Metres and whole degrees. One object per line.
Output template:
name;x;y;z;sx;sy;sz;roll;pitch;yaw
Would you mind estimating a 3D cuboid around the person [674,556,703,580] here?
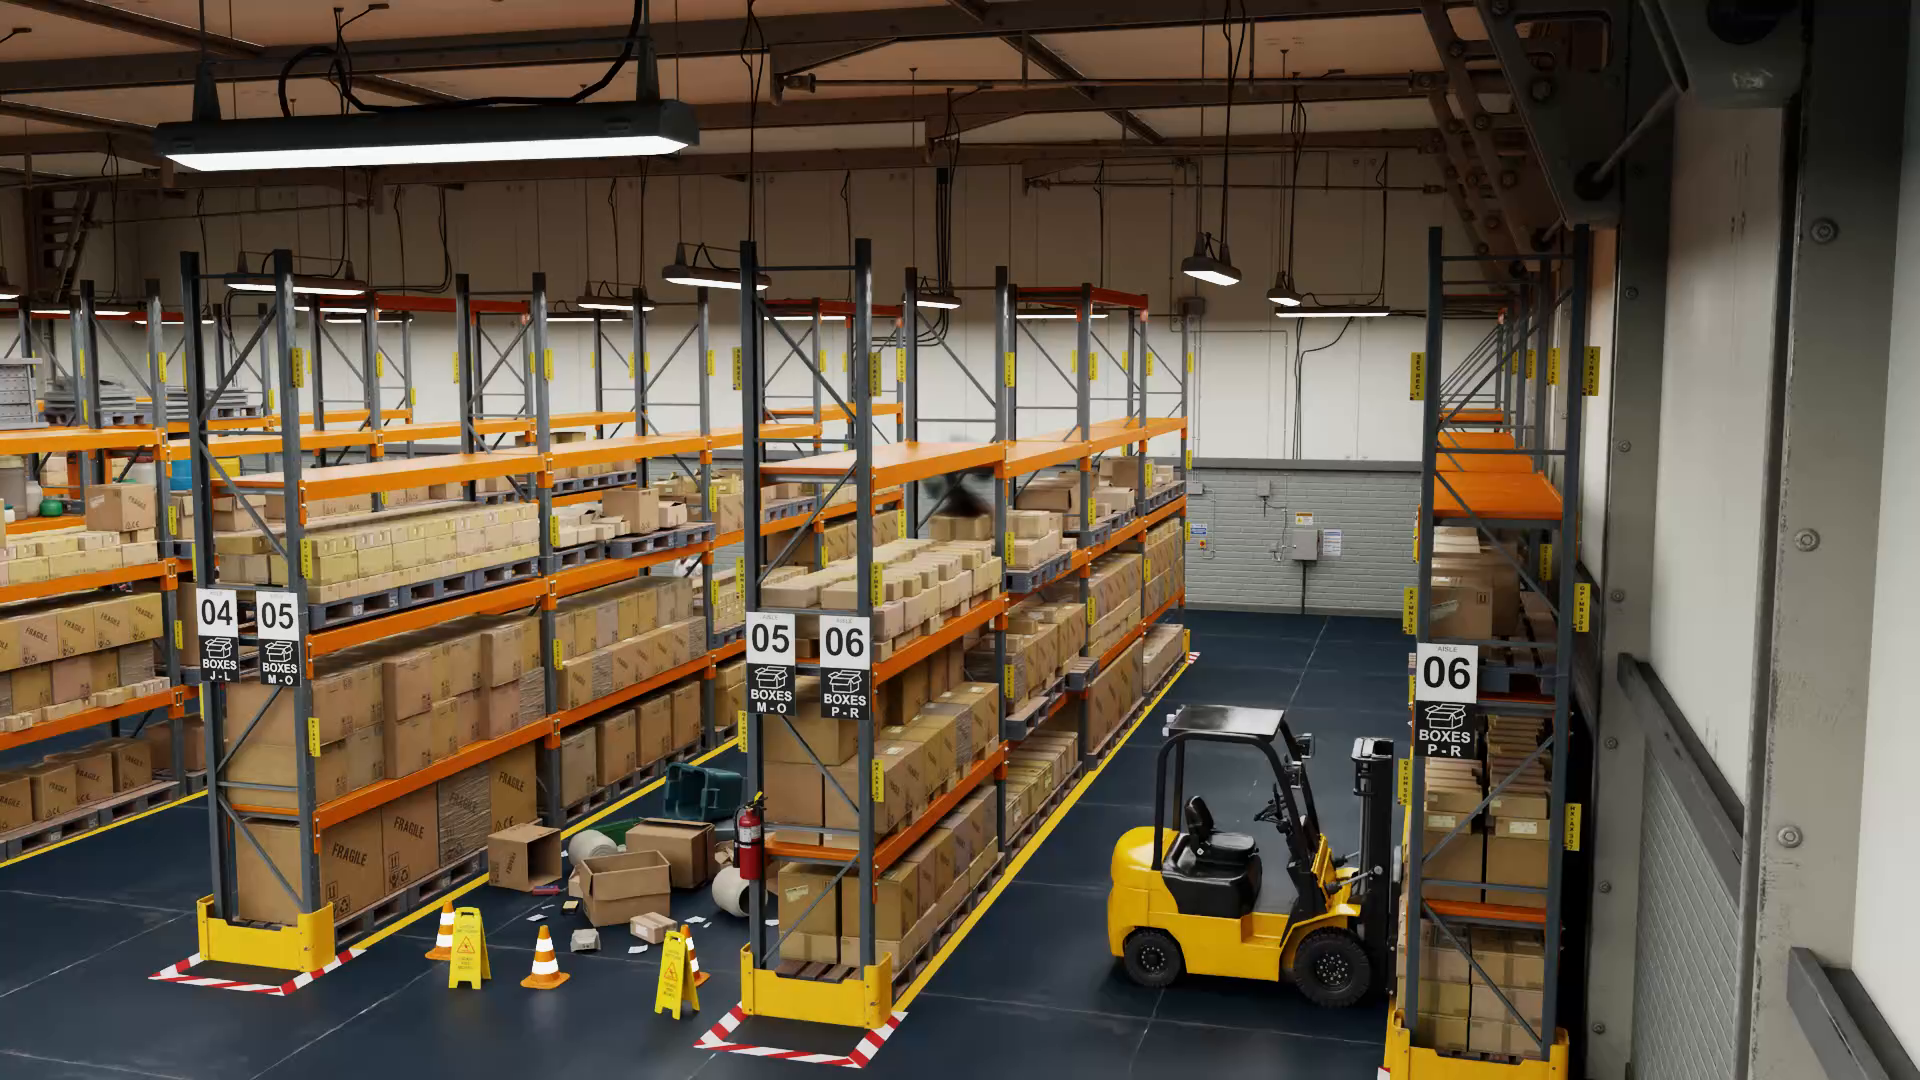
person;-4.851;0.969;29.722;0.654;1.763;0.922;2;7;16
